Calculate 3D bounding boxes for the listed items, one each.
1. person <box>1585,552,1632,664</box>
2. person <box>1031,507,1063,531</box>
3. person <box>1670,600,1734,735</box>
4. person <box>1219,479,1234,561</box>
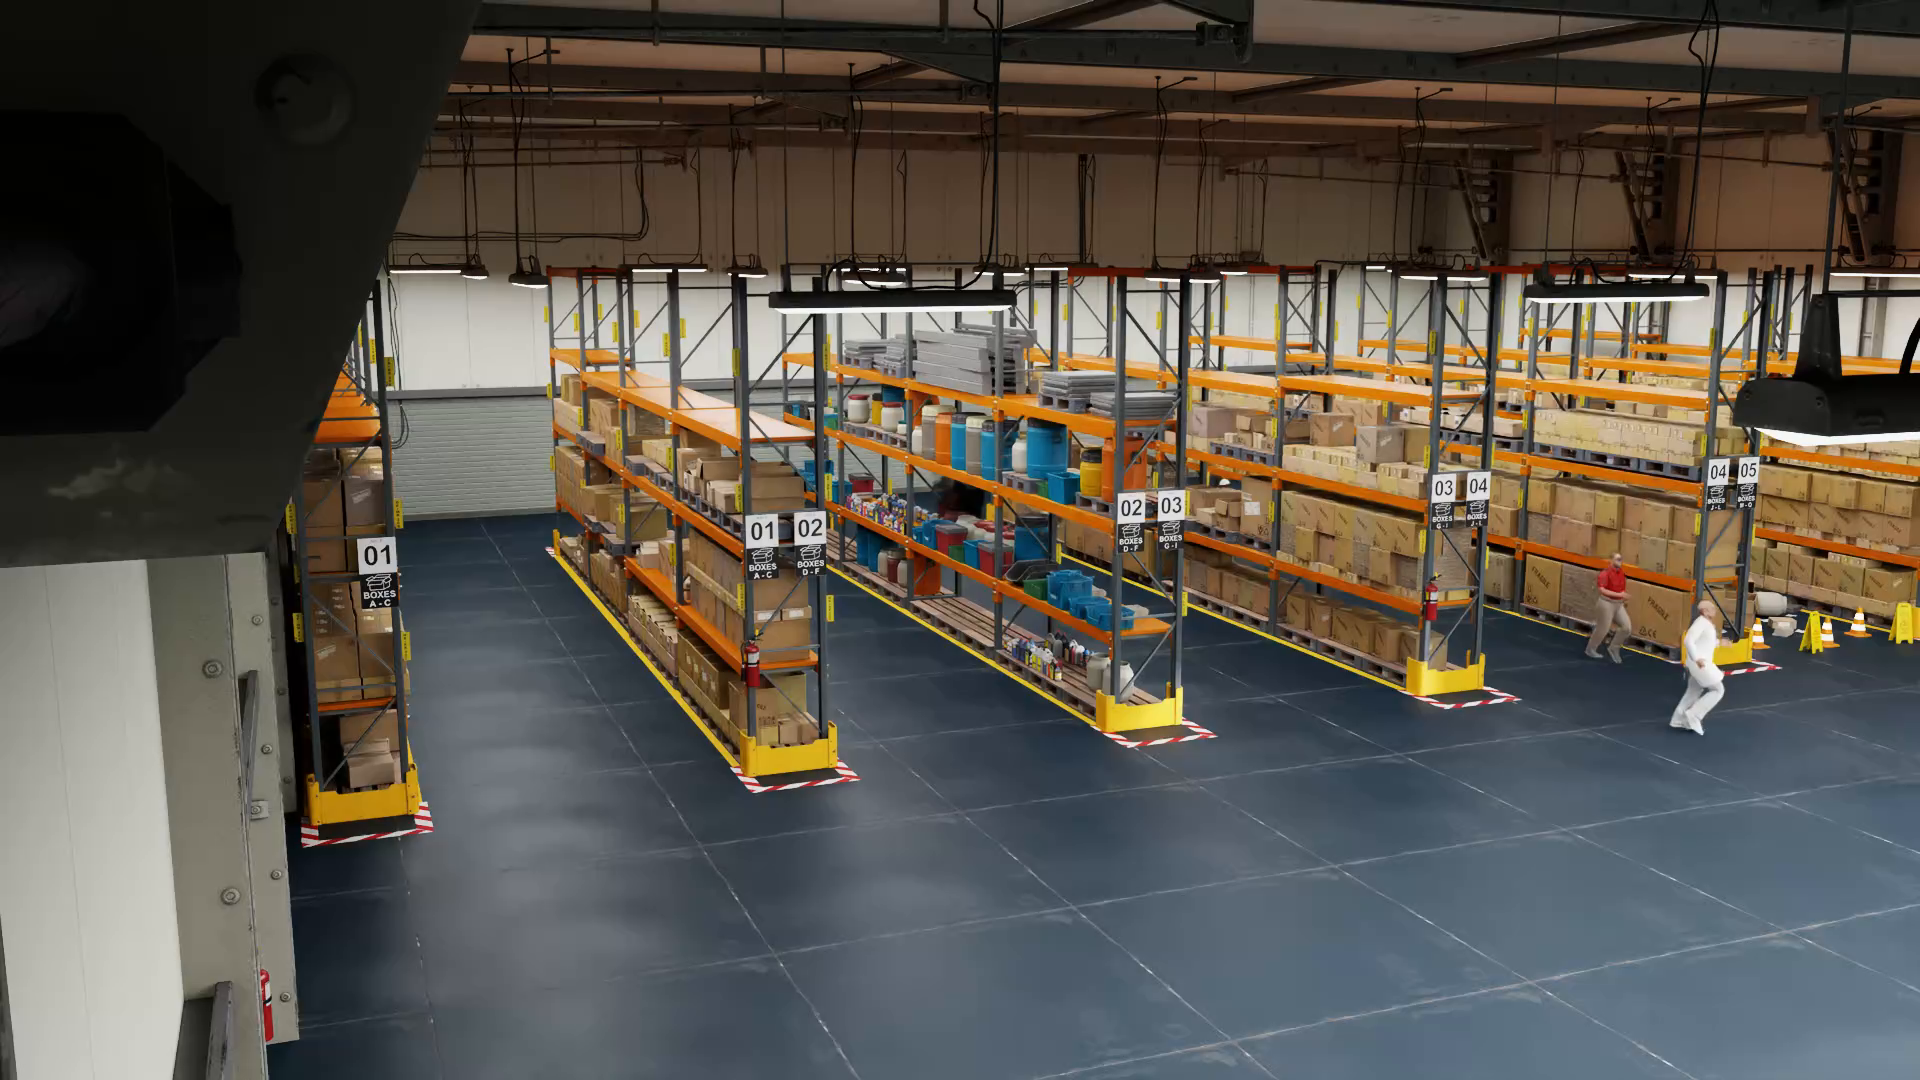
[{"bbox_3d":[10.078,1.065,25.683,0.689,1.786,0.743,-6,12,-31],"label":"person"},{"bbox_3d":[1.660,-0.160,31.155,0.576,1.726,0.841,-5,11,-29],"label":"person"},{"bbox_3d":[9.849,1.675,22.009,0.724,1.785,0.676,2,10,13],"label":"person"},{"bbox_3d":[5.322,-0.353,33.600,0.682,1.782,0.916,-5,11,-27],"label":"person"}]
